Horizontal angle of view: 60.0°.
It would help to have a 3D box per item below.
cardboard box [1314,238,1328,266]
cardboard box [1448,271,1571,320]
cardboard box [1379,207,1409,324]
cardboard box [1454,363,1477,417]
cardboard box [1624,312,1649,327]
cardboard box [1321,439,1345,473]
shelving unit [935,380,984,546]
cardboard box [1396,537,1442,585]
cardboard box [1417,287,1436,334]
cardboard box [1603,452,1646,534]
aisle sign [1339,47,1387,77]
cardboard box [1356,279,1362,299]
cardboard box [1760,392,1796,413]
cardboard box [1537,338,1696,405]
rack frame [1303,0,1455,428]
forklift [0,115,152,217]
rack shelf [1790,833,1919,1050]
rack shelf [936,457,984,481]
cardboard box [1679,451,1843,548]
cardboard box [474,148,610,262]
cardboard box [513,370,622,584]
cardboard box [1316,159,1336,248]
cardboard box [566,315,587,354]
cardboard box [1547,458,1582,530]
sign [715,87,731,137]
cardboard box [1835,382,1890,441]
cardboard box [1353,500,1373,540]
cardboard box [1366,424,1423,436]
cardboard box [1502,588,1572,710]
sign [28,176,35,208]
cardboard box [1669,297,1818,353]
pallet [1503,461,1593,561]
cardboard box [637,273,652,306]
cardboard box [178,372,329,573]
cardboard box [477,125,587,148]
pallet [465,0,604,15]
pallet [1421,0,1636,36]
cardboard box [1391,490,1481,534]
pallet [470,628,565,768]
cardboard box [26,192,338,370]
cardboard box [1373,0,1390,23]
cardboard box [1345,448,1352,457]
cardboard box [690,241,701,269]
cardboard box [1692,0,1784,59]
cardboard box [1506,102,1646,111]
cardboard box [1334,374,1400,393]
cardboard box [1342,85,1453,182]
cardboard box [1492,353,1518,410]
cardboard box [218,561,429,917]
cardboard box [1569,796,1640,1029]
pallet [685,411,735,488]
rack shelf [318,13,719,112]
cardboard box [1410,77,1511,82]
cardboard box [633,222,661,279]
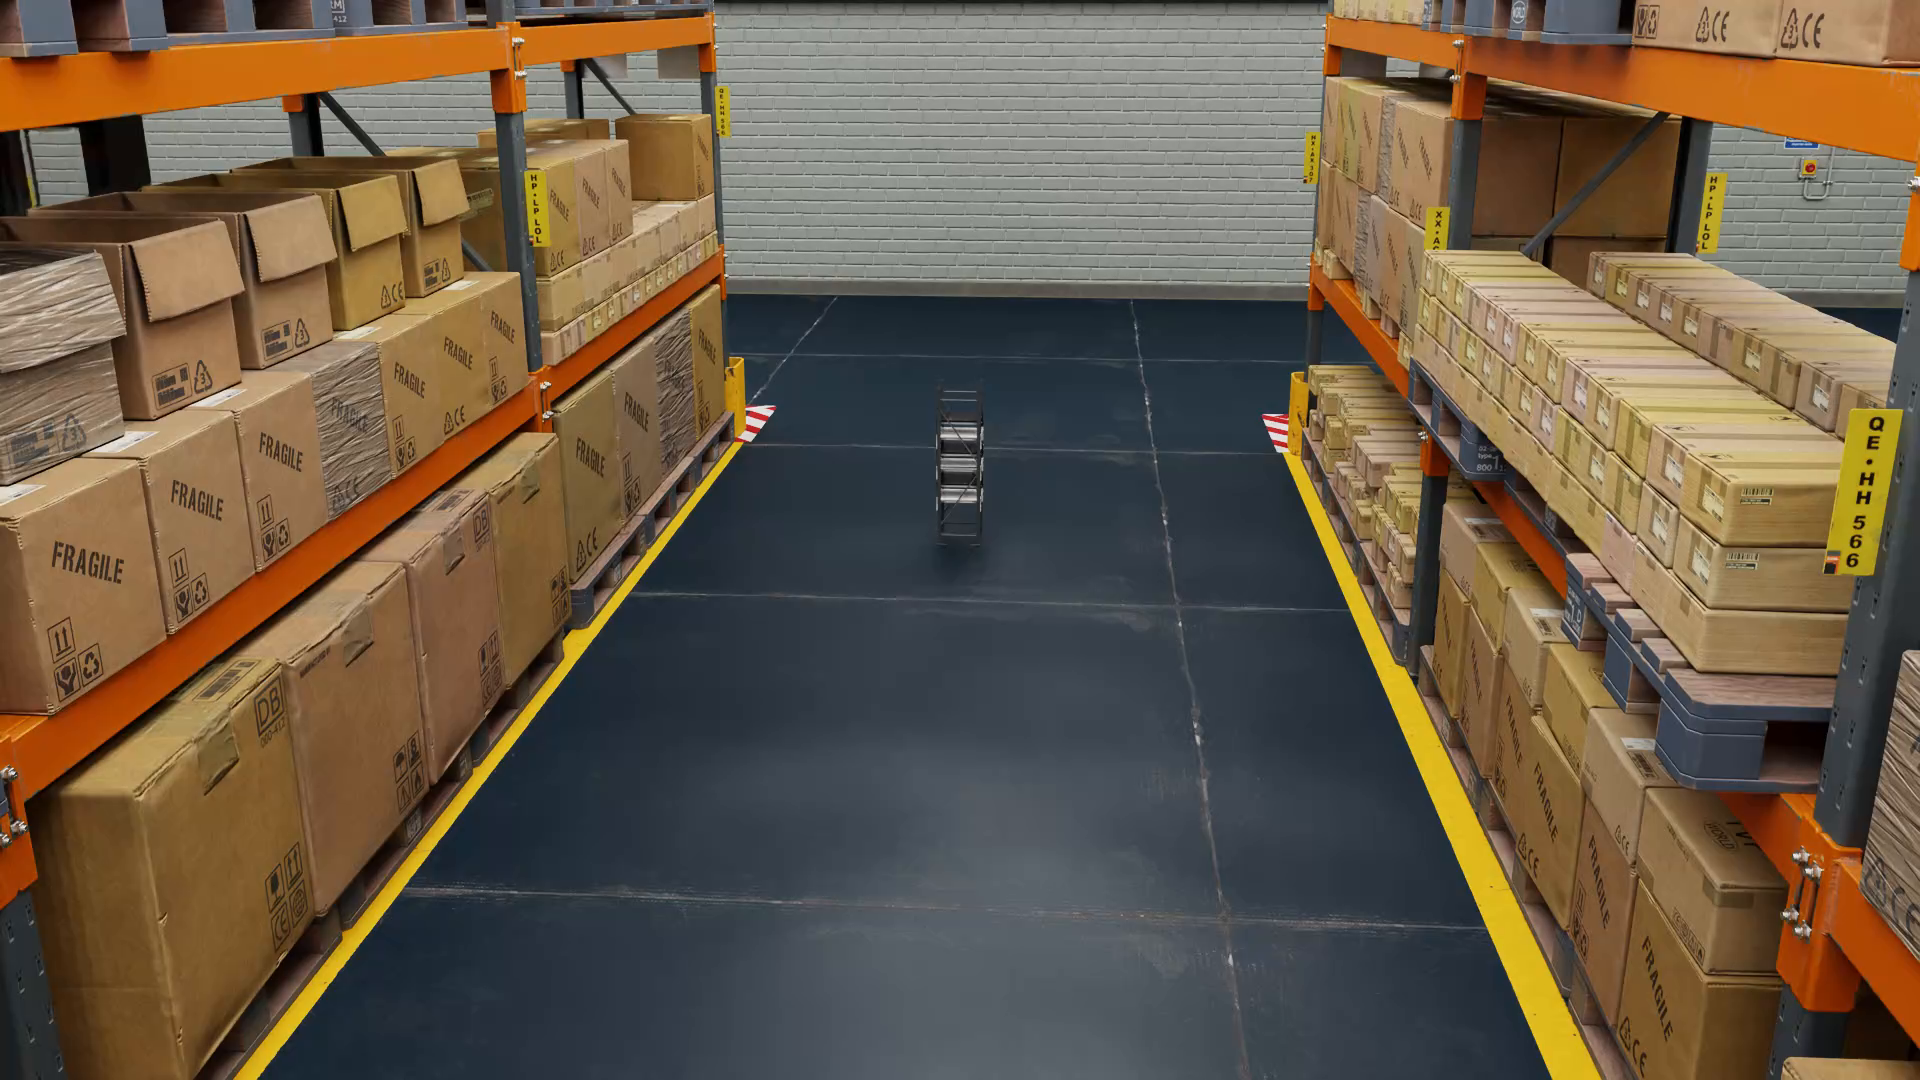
[{"bbox_3d":[2.474,-1.838,10.619,0.380,0.149,0.250,1,18,3],"label":"cardboard box"},{"bbox_3d":[2.015,-0.893,6.105,0.380,0.149,0.250,1,18,4],"label":"cardboard box"},{"bbox_3d":[2.328,-1.315,7.981,0.500,0.500,0.500,1,18,2],"label":"cardboard box"},{"bbox_3d":[1.995,-0.535,5.967,0.380,0.149,0.250,1,18,4],"label":"cardboard box"},{"bbox_3d":[2.667,-0.743,6.125,0.380,0.149,0.250,2,18,6],"label":"cardboard box"},{"bbox_3d":[2.391,-0.503,10.044,0.380,0.149,0.250,2,18,5],"label":"cardboard box"},{"bbox_3d":[0.001,-0.430,9.291,0.258,0.900,0.210,1,18,4],"label":"shelving unit"},{"bbox_3d":[2.243,0.100,7.726,0.380,0.149,0.250,2,18,5],"label":"cardboard box"},{"bbox_3d":[2.050,-0.918,6.659,0.380,0.149,0.250,2,18,5],"label":"cardboard box"},{"bbox_3d":[1.865,-0.116,4.211,0.380,0.149,0.250,2,18,5],"label":"cardboard box"},{"bbox_3d":[2.530,-3.316,10.550,0.394,0.787,0.004,1,18,4],"label":"aisle sign"},{"bbox_3d":[2.452,-1.433,9.381,0.380,0.149,0.250,1,18,3],"label":"cardboard box"},{"bbox_3d":[2.576,-0.333,4.875,0.380,0.149,0.250,1,18,3],"label":"cardboard box"},{"bbox_3d":[1.923,-0.493,4.884,0.380,0.149,0.250,2,18,7],"label":"cardboard box"},{"bbox_3d":[2.824,-2.051,10.865,1.000,3.000,0.127,1,18,4],"label":"rack frame"},{"bbox_3d":[-4.951,-1.301,8.685,1.130,2.935,3.031,3,18,8],"label":"forklift"},{"bbox_3d":[2.107,1.397,1.498,1.077,0.370,4.000,1,18,4],"label":"rack shelf"},{"bbox_3d":[0.001,-0.398,9.301,0.258,0.077,0.200,1,18,4],"label":"rack shelf"},{"bbox_3d":[1.828,-0.092,3.659,0.380,0.149,0.250,1,18,2],"label":"cardboard box"},{"bbox_3d":[-2.071,-1.673,8.270,0.500,0.500,0.500,1,18,4],"label":"cardboard box"},{"bbox_3d":[-2.276,-0.344,8.393,0.875,0.875,0.875,1,18,4],"label":"cardboard box"},{"bbox_3d":[2.516,-2.106,10.396,0.500,0.500,0.500,2,18,7],"label":"cardboard box"},{"bbox_3d":[-2.031,-0.997,8.053,0.380,0.149,0.250,1,18,2],"label":"cardboard box"},{"bbox_3d":[1.904,-0.128,4.725,0.380,0.149,0.250,0,18,1],"label":"cardboard box"},{"bbox_3d":[-1.576,-2.839,11.031,0.100,0.325,0.005,1,18,4],"label":"sign"},{"bbox_3d":[2.535,-0.310,4.326,0.380,0.149,0.250,1,18,2],"label":"cardboard box"},{"bbox_3d":[2.299,-0.104,8.828,0.380,0.149,0.250,1,18,4],"label":"cardboard box"},{"bbox_3d":[2.450,-0.534,9.184,0.380,0.149,0.250,1,18,4],"label":"cardboard box"},{"bbox_3d":[2.144,0.371,5.610,0.500,0.250,0.500,2,18,6],"label":"cardboard box"},{"bbox_3d":[-6.506,-2.374,11.588,0.100,0.325,0.005,1,18,4],"label":"sign"},{"bbox_3d":[2.624,-0.721,5.580,0.380,0.149,0.250,1,18,2],"label":"cardboard box"},{"bbox_3d":[2.351,-0.091,5.191,1.003,0.211,1.213,1,18,4],"label":"pallet"},{"bbox_3d":[-1.940,-1.400,9.281,0.380,0.149,0.250,1,18,2],"label":"cardboard box"},{"bbox_3d":[-2.315,-0.220,5.117,0.500,0.500,0.500,1,18,3],"label":"cardboard box"},{"bbox_3d":[-2.487,-2.160,9.757,0.500,0.500,0.500,1,18,2],"label":"cardboard box"},{"bbox_3d":[-2.334,-2.588,7.829,1.003,0.211,1.213,1,18,4],"label":"pallet"},{"bbox_3d":[2.387,-1.955,6.058,1.213,0.211,1.003,1,18,4],"label":"pallet"},{"bbox_3d":[2.282,-0.133,7.959,0.380,0.149,0.250,2,18,5],"label":"cardboard box"},{"bbox_3d":[-2.383,0.616,7.205,1.003,0.211,1.213,1,18,4],"label":"pallet"},{"bbox_3d":[-2.530,-0.870,5.489,0.797,0.503,0.637,2,18,6],"label":"cardboard box"},{"bbox_3d":[2.423,-2.788,8.536,0.500,0.250,0.500,1,18,4],"label":"cardboard box"},{"bbox_3d":[2.474,-0.556,9.730,0.380,0.149,0.250,0,18,1],"label":"cardboard box"},{"bbox_3d":[-1.849,-1.797,10.492,0.380,0.149,0.250,1,18,4],"label":"cardboard box"},{"bbox_3d":[2.061,-1.378,3.833,0.500,0.500,0.500,1,18,4],"label":"cardboard box"},{"bbox_3d":[2.834,-1.769,7.759,0.500,0.500,0.500,1,18,2],"label":"cardboard box"},{"bbox_3d":[2.548,-0.935,10.408,0.380,0.149,0.250,2,18,5],"label":"cardboard box"},{"bbox_3d":[2.437,-2.263,9.269,0.500,0.500,0.500,1,18,3],"label":"cardboard box"},{"bbox_3d":[1.961,-0.510,5.415,0.380,0.149,0.250,1,18,3],"label":"cardboard box"},{"bbox_3d":[-2.548,0.611,5.478,1.225,0.875,0.875,1,18,4],"label":"cardboard box"},{"bbox_3d":[2.078,1.051,4.739,0.500,0.500,0.500,2,18,6],"label":"cardboard box"},{"bbox_3d":[-2.095,-0.618,10.969,1.003,0.211,1.213,1,18,4],"label":"pallet"},{"bbox_3d":[-2.260,-2.655,9.048,1.077,0.370,4.000,1,18,4],"label":"rack shelf"},{"bbox_3d":[3.039,-2.567,10.196,0.500,0.500,0.500,1,18,3],"label":"cardboard box"},{"bbox_3d":[-1.993,-1.629,9.341,0.500,0.250,0.500,1,18,4],"label":"cardboard box"}]
